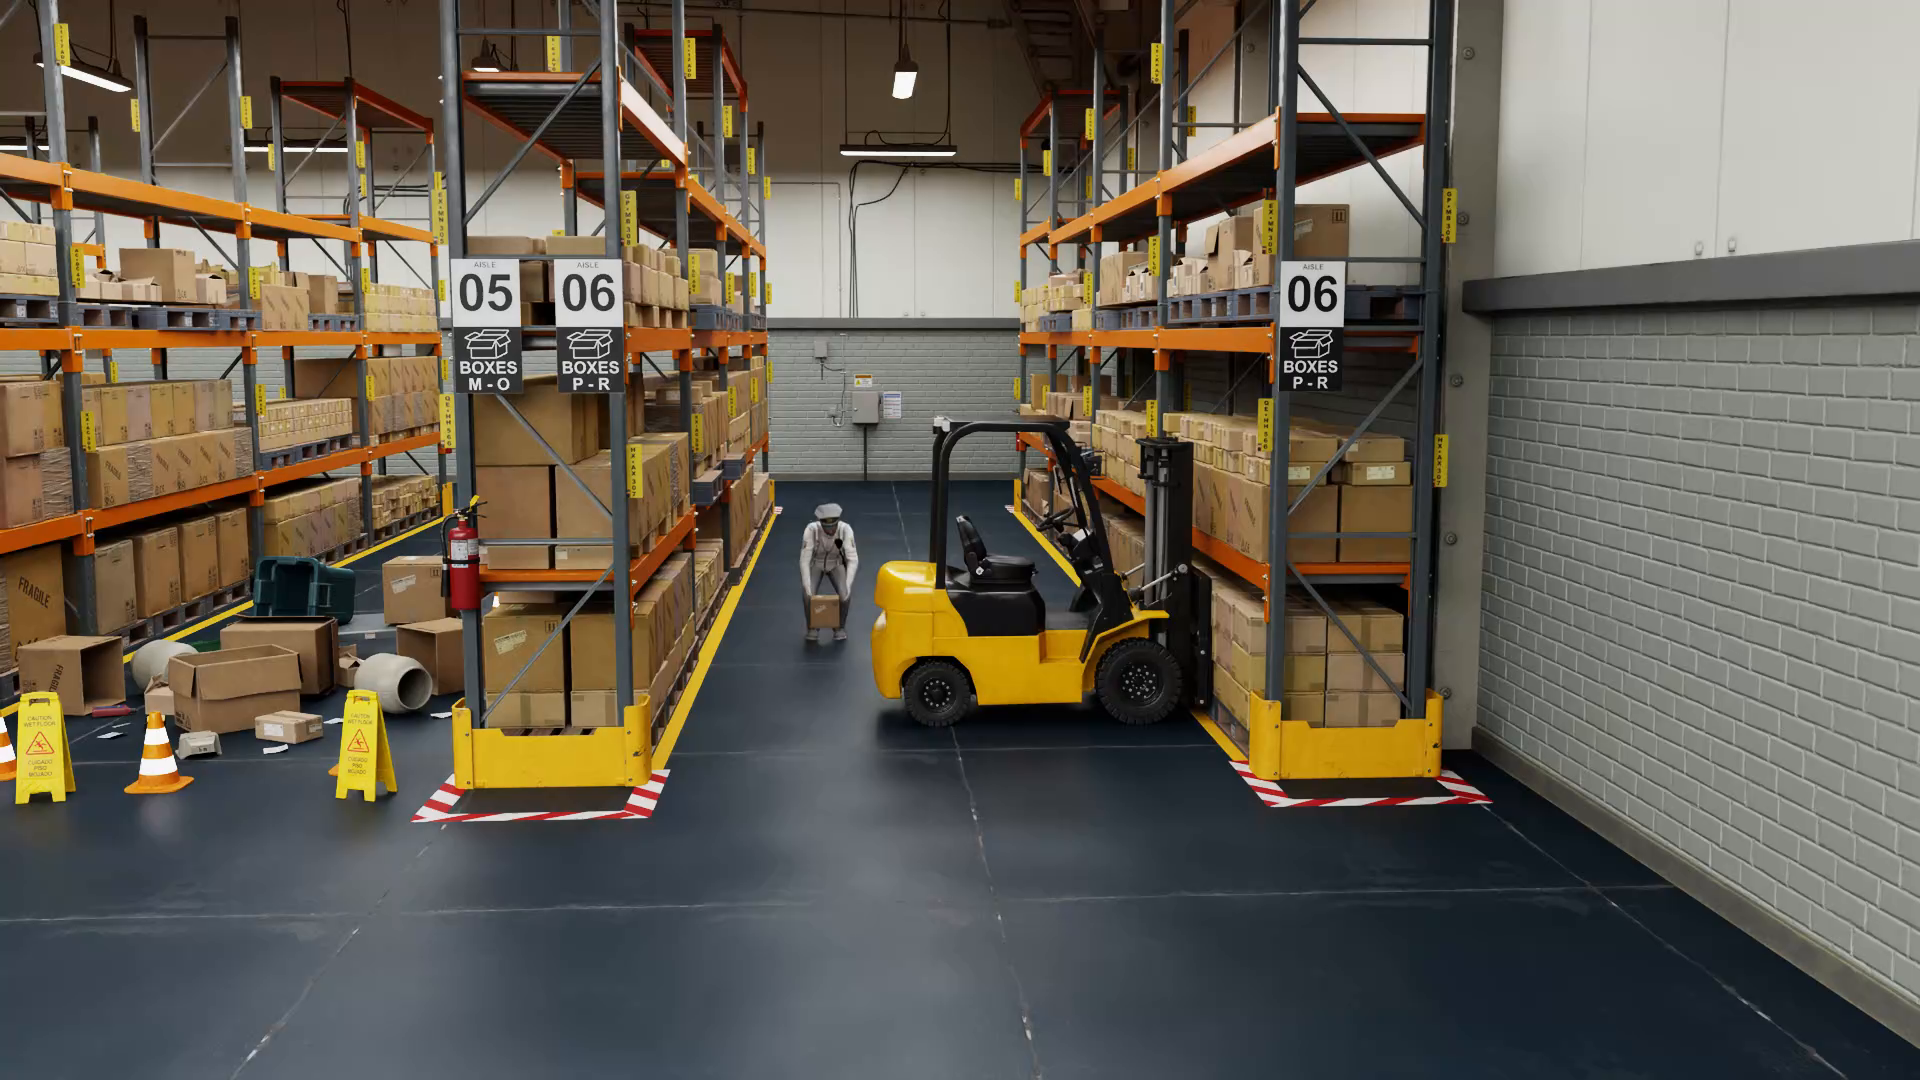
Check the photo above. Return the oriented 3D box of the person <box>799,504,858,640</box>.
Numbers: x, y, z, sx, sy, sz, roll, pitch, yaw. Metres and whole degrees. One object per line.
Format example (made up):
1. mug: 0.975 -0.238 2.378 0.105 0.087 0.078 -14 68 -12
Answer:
1. person: -1.187 0.284 15.094 0.532 1.267 0.761 0 7 -4
